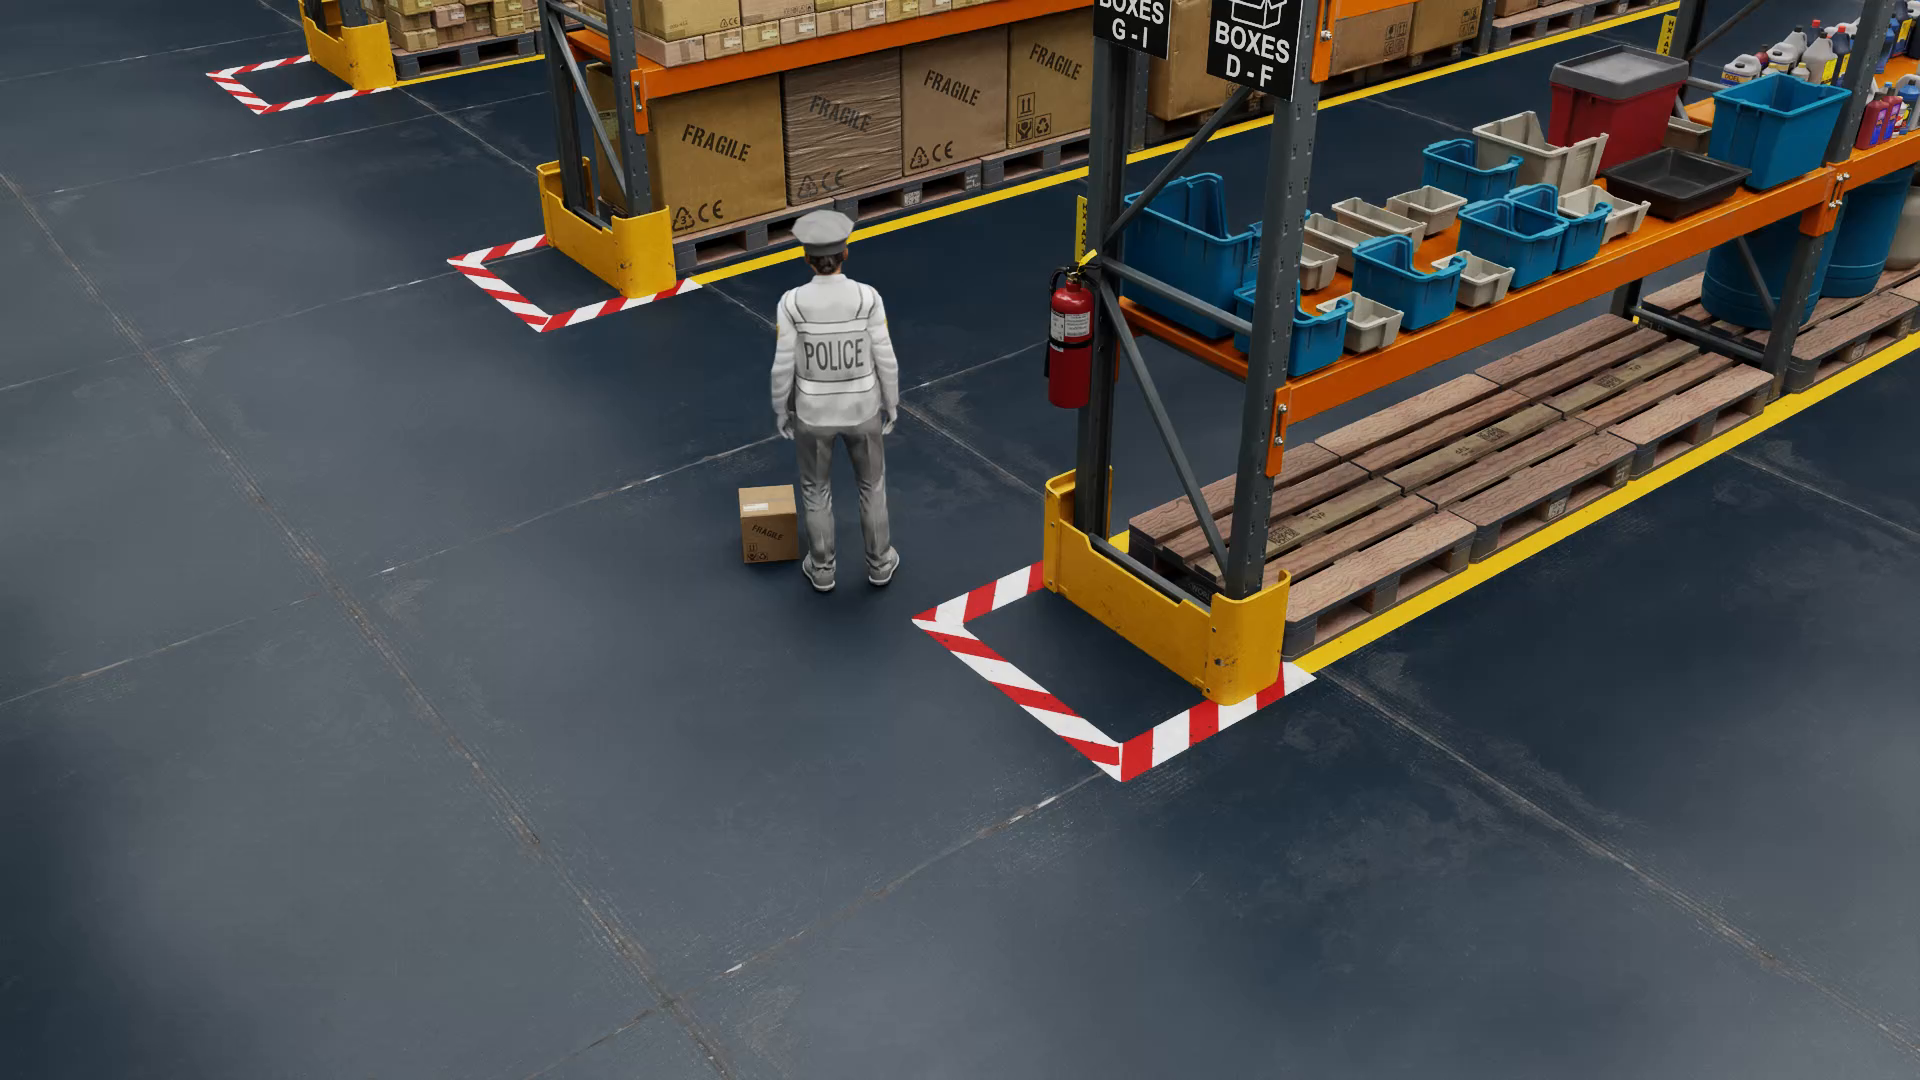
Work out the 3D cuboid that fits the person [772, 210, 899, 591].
[{"bbox_3d":[-0.518,-0.538,6.982,0.530,1.663,0.371,-4,33,-6],"label":"person"}]
